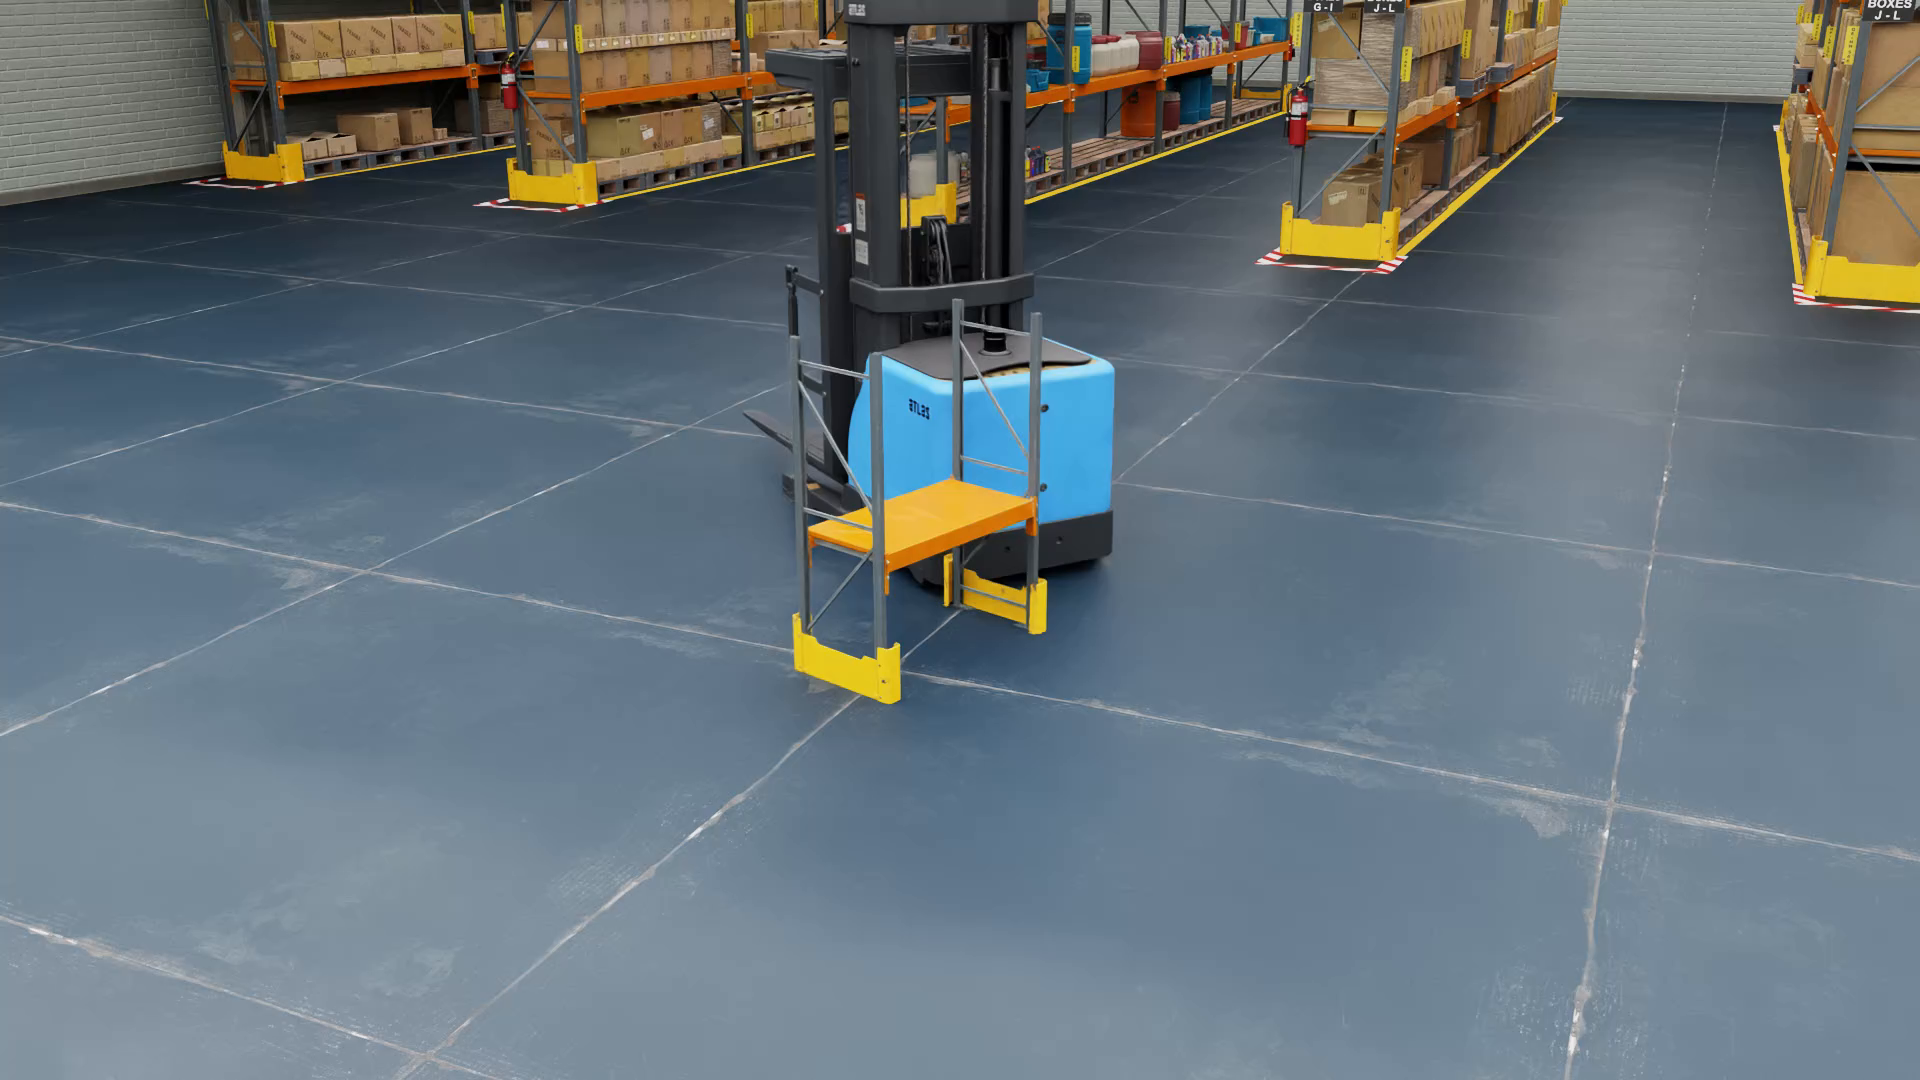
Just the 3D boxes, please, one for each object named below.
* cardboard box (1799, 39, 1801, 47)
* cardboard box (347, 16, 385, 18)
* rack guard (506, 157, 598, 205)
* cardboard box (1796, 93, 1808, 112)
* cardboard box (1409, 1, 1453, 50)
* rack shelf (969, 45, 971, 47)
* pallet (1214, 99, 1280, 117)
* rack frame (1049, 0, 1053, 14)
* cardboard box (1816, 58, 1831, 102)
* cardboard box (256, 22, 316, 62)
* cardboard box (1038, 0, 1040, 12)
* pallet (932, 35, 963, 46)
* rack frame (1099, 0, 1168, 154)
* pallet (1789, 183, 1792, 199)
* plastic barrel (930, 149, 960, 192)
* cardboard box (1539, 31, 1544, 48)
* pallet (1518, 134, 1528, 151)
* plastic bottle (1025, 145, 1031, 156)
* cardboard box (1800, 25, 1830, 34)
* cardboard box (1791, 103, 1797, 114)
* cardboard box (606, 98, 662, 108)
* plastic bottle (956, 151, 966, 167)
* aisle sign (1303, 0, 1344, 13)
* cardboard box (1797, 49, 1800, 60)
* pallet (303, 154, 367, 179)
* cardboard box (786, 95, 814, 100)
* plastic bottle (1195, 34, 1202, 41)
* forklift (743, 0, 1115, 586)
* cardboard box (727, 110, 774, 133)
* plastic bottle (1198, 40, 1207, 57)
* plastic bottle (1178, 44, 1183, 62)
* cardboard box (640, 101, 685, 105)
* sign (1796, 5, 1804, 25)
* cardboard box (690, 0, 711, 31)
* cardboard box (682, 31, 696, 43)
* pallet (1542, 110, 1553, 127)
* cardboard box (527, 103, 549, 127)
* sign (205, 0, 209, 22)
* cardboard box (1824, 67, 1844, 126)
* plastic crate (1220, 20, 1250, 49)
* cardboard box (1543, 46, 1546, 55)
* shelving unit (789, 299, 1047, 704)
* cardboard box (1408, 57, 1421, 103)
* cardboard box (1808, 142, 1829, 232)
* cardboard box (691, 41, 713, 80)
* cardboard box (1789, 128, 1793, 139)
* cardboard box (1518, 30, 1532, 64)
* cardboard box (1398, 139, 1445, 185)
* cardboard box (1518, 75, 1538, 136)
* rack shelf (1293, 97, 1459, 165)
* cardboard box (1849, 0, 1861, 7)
[{"bbox_3d":[12.186,-7.078,23.698,0.380,0.149,0.250,8,21,22],"label":"cardboard box"},{"bbox_3d":[-8.825,-7.490,24.627,0.500,0.500,0.500,9,22,24],"label":"cardboard box"},{"bbox_3d":[-5.144,-4.536,20.976,1.175,0.500,0.348,9,21,23],"label":"rack guard"},{"bbox_3d":[12.756,-6.501,24.757,0.500,0.250,0.500,8,21,20],"label":"cardboard box"},{"bbox_3d":[5.197,-5.760,18.604,0.500,0.500,0.500,9,21,23],"label":"cardboard box"},{"bbox_3d":[-1.039,-8.439,29.294,1.077,0.370,4.000,9,21,23],"label":"rack shelf"},{"bbox_3d":[5.562,-8.370,32.190,1.003,0.211,1.213,9,21,23],"label":"pallet"},{"bbox_3d":[1.417,-10.612,34.331,1.000,3.000,0.127,9,21,23],"label":"rack frame"},{"bbox_3d":[10.407,-5.424,19.594,0.500,0.500,0.500,9,21,23],"label":"cardboard box"},{"bbox_3d":[-9.186,-6.796,22.676,0.500,0.500,0.500,9,21,23],"label":"cardboard box"},{"bbox_3d":[1.280,-10.802,33.224,0.500,0.500,0.500,9,22,24],"label":"cardboard box"},{"bbox_3d":[-0.647,-9.069,30.280,1.003,0.211,1.213,9,21,23],"label":"pallet"},{"bbox_3d":[2.659,-7.485,25.540,1.000,3.000,0.127,9,21,23],"label":"rack frame"},{"bbox_3d":[11.270,-4.550,21.447,1.003,0.211,1.213,9,21,23],"label":"pallet"},{"bbox_3d":[-0.212,-4.430,20.036,0.421,0.512,0.421,0,20,0],"label":"plastic barrel"},{"bbox_3d":[9.455,-8.357,27.771,0.500,0.250,0.500,8,21,22],"label":"cardboard box"},{"bbox_3d":[8.568,-6.469,26.842,1.003,0.211,1.213,9,21,23],"label":"pallet"},{"bbox_3d":[0.889,-5.005,21.863,0.144,0.351,0.185,9,21,23],"label":"plastic bottle"},{"bbox_3d":[12.398,-7.380,24.103,0.380,0.149,0.250,8,21,22],"label":"cardboard box"},{"bbox_3d":[13.575,-6.921,26.694,0.380,0.149,0.250,7,21,20],"label":"cardboard box"},{"bbox_3d":[-5.958,-8.237,30.234,0.750,0.750,0.750,8,21,22],"label":"cardboard box"},{"bbox_3d":[-0.016,-4.787,21.251,0.144,0.351,0.185,10,22,25],"label":"plastic bottle"},{"bbox_3d":[3.603,-5.607,16.379,0.394,0.787,0.004,9,21,23],"label":"aisle sign"},{"bbox_3d":[12.083,-6.863,23.538,0.380,0.149,0.250,8,21,20],"label":"cardboard box"},{"bbox_3d":[-9.259,-5.352,23.703,1.003,0.211,1.213,9,21,23],"label":"pallet"},{"bbox_3d":[-2.548,-7.051,26.959,0.500,0.311,0.500,8,21,21],"label":"cardboard box"},{"bbox_3d":[4.012,-8.322,27.967,0.144,0.351,0.185,9,21,23],"label":"plastic bottle"},{"bbox_3d":[-0.365,-1.603,9.103,1.130,2.935,3.031,-10,22,-27],"label":"forklift"},{"bbox_3d":[-3.100,-6.202,24.572,0.500,0.311,0.500,9,21,23],"label":"cardboard box"},{"bbox_3d":[4.019,-8.178,27.673,0.152,0.276,0.135,9,21,23],"label":"plastic bottle"},{"bbox_3d":[3.512,-7.765,26.501,0.061,0.283,0.133,9,21,23],"label":"plastic bottle"},{"bbox_3d":[-4.170,-5.946,23.570,0.500,0.500,0.500,9,21,23],"label":"cardboard box"},{"bbox_3d":[14.442,-9.022,28.569,0.100,0.325,0.005,9,21,23],"label":"sign"},{"bbox_3d":[-3.878,-7.311,22.963,0.700,0.500,0.500,8,21,23],"label":"cardboard box"},{"bbox_3d":[-3.831,-6.873,22.700,0.380,0.149,0.250,8,21,22],"label":"cardboard box"},{"bbox_3d":[10.198,-7.682,30.256,1.003,0.211,1.213,9,21,23],"label":"pallet"},{"bbox_3d":[-7.319,-7.194,27.795,0.700,0.500,0.500,9,21,23],"label":"cardboard box"},{"bbox_3d":[-10.153,-7.176,22.470,0.100,0.325,0.005,9,21,23],"label":"sign"},{"bbox_3d":[9.350,-4.508,16.943,0.875,0.550,0.550,9,21,23],"label":"cardboard box"},{"bbox_3d":[4.891,-9.005,29.628,0.402,0.464,0.583,9,21,23],"label":"plastic crate"},{"bbox_3d":[9.771,-8.351,28.350,0.380,0.149,0.250,9,21,23],"label":"cardboard box"},{"bbox_3d":[-0.165,-0.211,7.324,0.587,1.500,1.083,16,25,38],"label":"shelving unit"},{"bbox_3d":[4.491,-5.028,18.037,0.875,0.500,0.500,9,21,23],"label":"cardboard box"},{"bbox_3d":[9.336,-3.610,17.186,0.875,0.875,0.875,9,21,23],"label":"cardboard box"},{"bbox_3d":[-3.882,-6.692,23.160,0.700,0.500,0.500,8,21,22],"label":"cardboard box"},{"bbox_3d":[13.149,-6.338,25.943,0.380,0.149,0.250,9,21,23],"label":"cardboard box"},{"bbox_3d":[8.664,-7.745,26.121,0.500,0.500,0.500,9,22,24],"label":"cardboard box"},{"bbox_3d":[5.811,-4.797,21.055,0.700,0.500,0.500,7,21,19],"label":"cardboard box"},{"bbox_3d":[8.572,-7.027,26.795,1.225,0.875,0.875,9,21,23],"label":"cardboard box"},{"bbox_3d":[4.721,-4.633,18.592,1.077,0.370,4.000,9,21,23],"label":"rack shelf"},{"bbox_3d":[13.706,-8.080,25.127,0.500,0.500,0.500,9,22,24],"label":"cardboard box"}]
